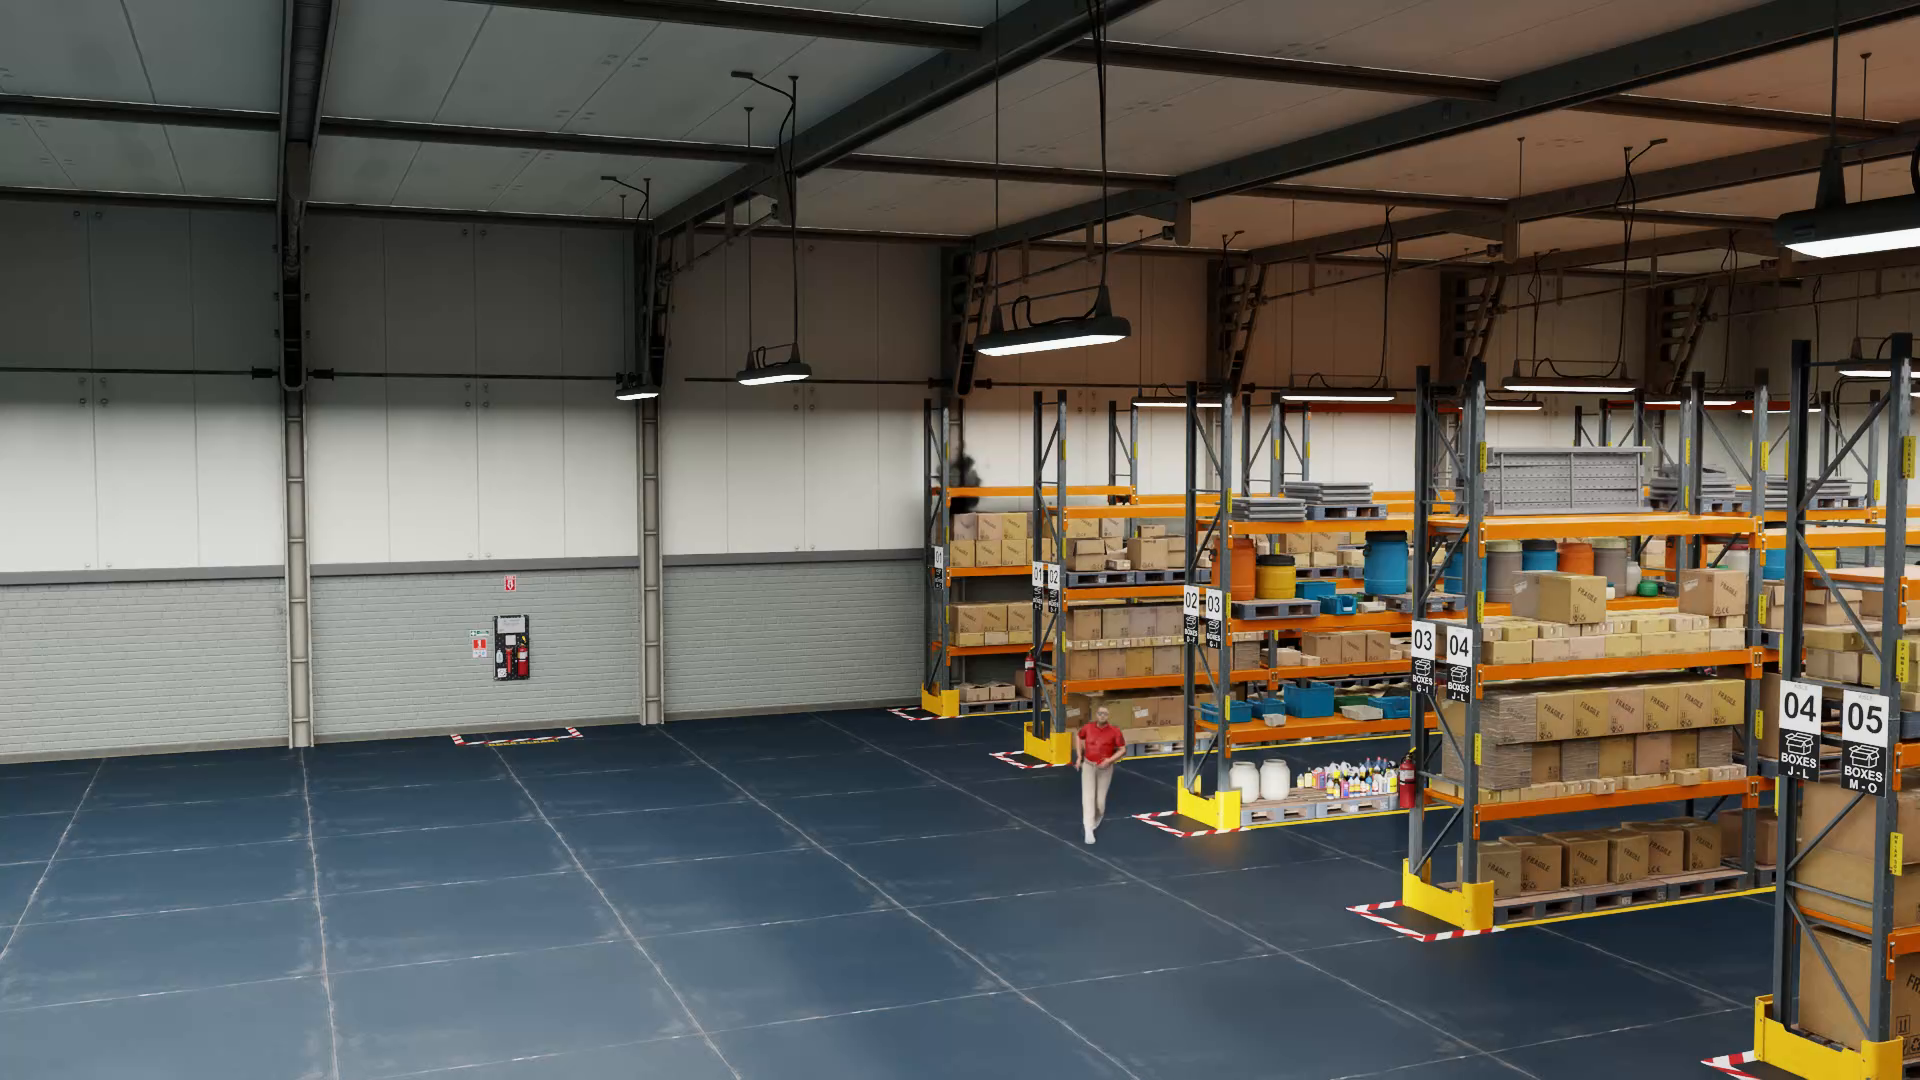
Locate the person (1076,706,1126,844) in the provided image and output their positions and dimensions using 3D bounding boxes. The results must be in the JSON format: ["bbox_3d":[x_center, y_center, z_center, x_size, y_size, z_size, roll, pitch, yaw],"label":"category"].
[{"bbox_3d":[1.832,3.027,21.765,0.669,1.723,0.966,0,3,8],"label":"person"}]
